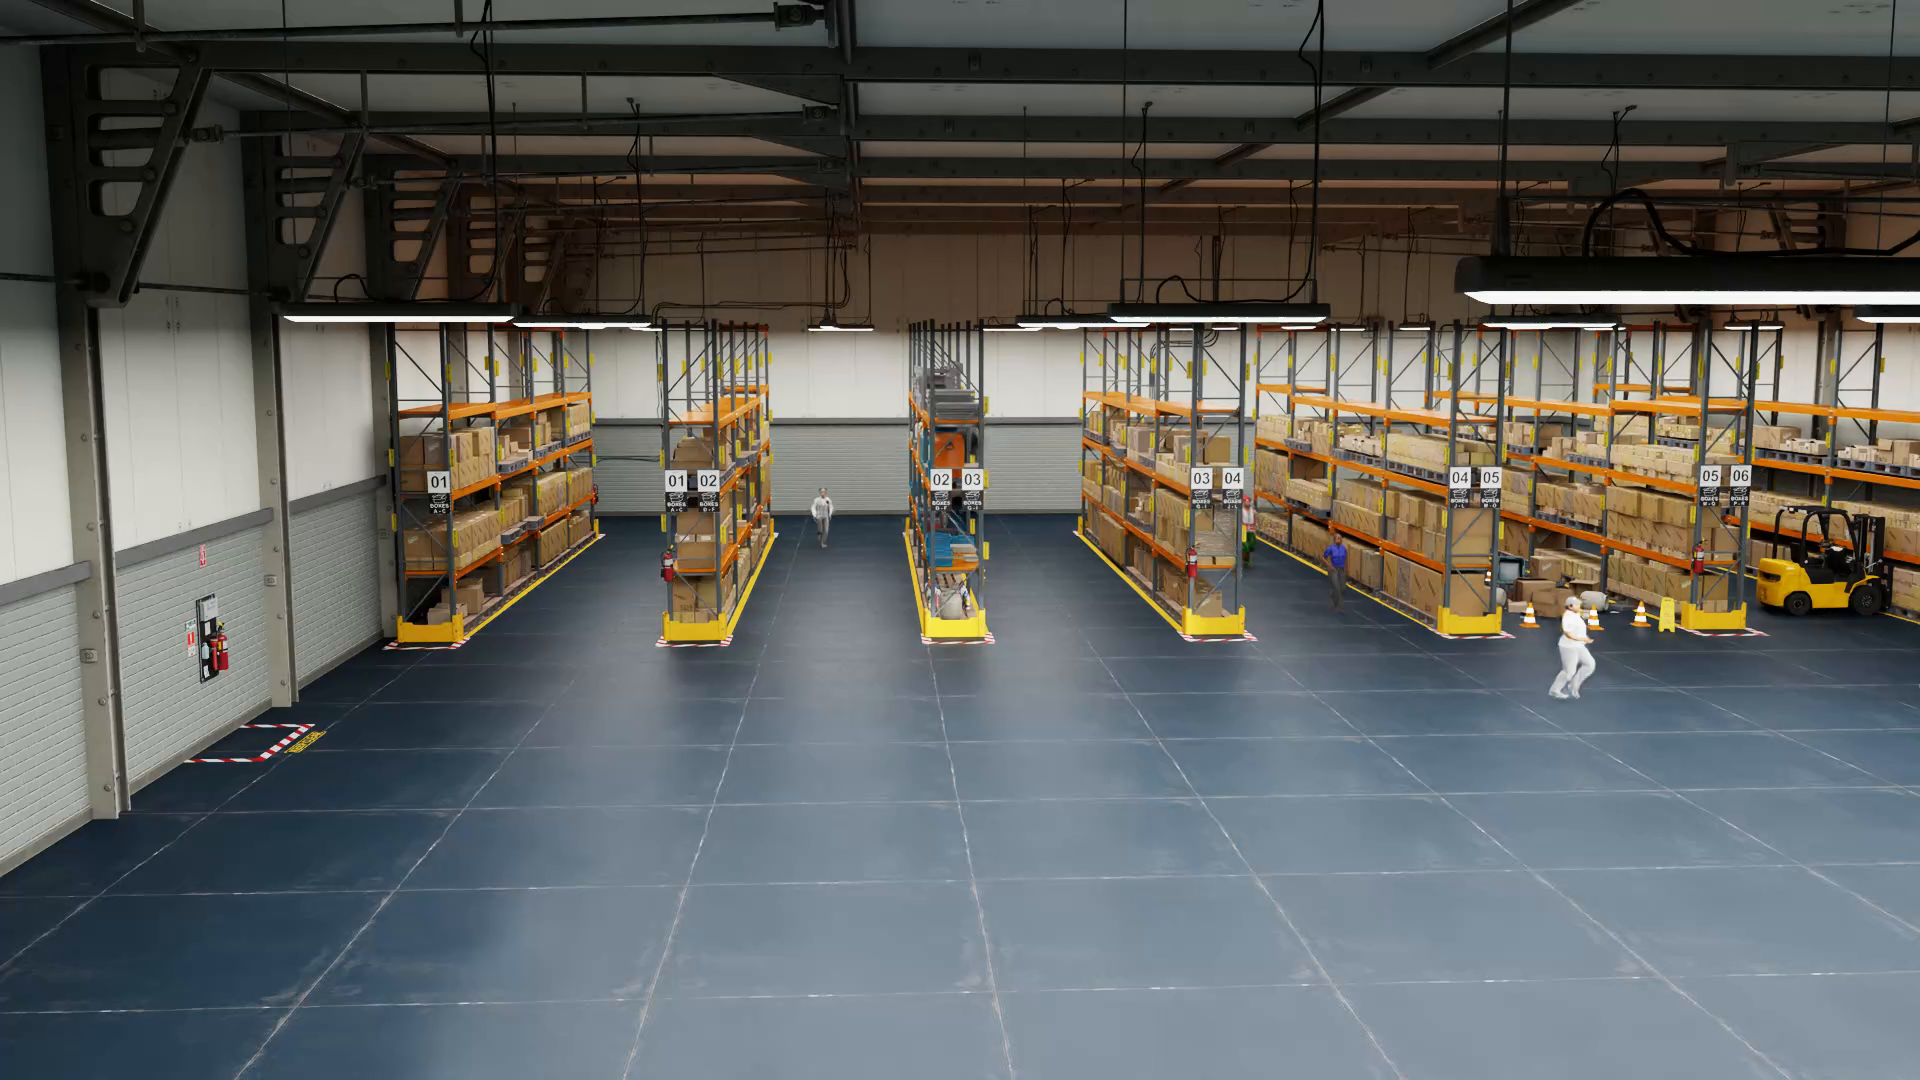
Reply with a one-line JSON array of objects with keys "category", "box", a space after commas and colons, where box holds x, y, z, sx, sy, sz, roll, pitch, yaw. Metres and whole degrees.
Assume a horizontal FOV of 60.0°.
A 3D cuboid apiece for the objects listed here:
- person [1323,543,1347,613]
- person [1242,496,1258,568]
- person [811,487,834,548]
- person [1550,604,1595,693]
[{"category": "person", "box": [7.776, 0.765, 34.501, 0.550, 1.427, 0.601, -2, 7, -17]}, {"category": "person", "box": [7.054, -0.203, 41.000, 0.663, 1.748, 0.780, -2, 7, -12]}, {"category": "person", "box": [-3.704, -0.620, 44.860, 0.605, 1.644, 0.581, -2, 7, -14]}, {"category": "person", "box": [9.644, 1.661, 26.126, 0.636, 1.534, 0.614, 5, 9, 36]}]
